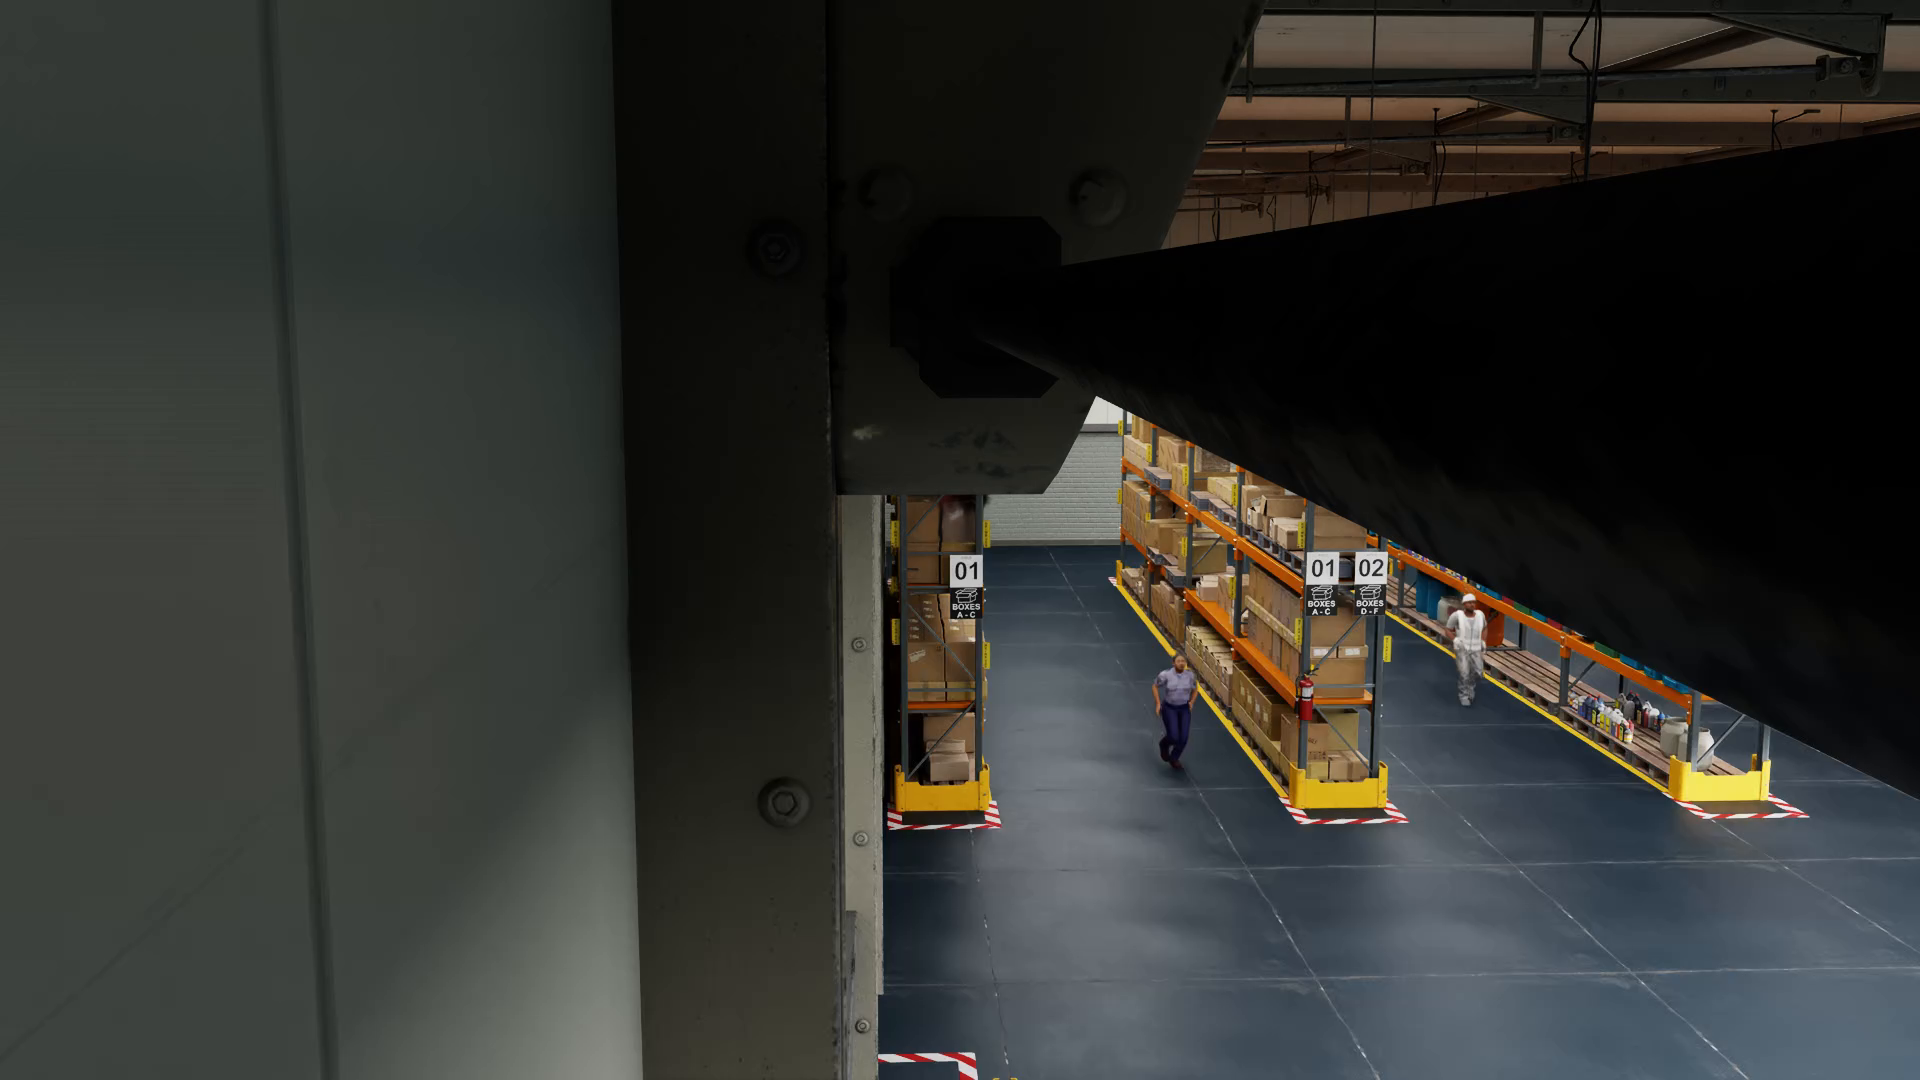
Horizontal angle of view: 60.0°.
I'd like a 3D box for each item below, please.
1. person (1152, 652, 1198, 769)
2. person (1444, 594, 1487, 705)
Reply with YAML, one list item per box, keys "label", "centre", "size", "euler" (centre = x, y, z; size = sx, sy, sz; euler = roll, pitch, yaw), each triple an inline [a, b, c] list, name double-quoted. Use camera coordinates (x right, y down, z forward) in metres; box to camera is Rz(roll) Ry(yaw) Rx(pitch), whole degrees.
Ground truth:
- label: "person"
  centre: [2.898, 2.288, 22.169]
  size: [0.592, 1.598, 0.580]
  euler: [-1, 9, -10]
- label: "person"
  centre: [7.832, 1.690, 25.677]
  size: [0.686, 1.743, 0.581]
  euler: [0, 8, 0]
